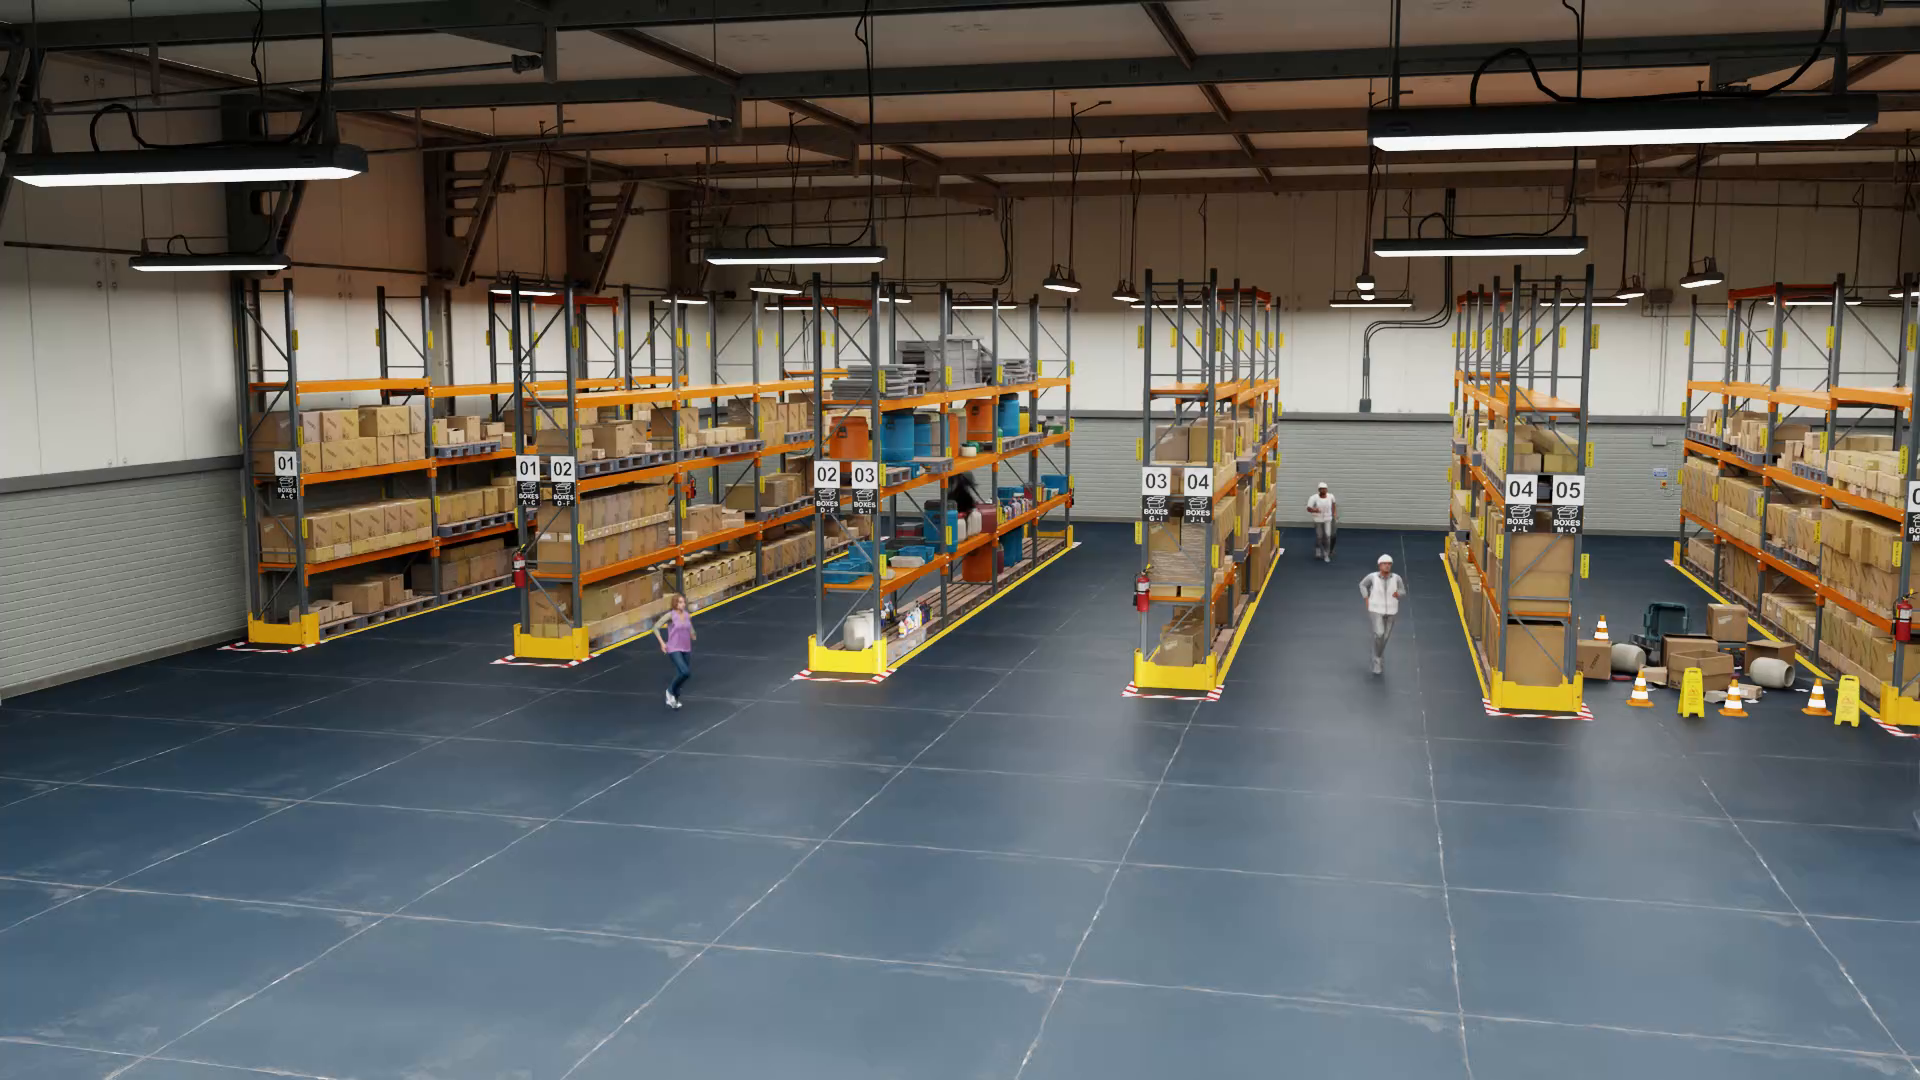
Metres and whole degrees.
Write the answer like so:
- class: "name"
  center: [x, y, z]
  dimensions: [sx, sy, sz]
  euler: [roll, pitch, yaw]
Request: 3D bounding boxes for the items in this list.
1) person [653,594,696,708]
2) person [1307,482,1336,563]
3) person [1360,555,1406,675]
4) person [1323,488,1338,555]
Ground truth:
- class: "person"
  center: [-3.797, 1.516, 22.528]
  dimensions: [0.625, 1.566, 0.509]
  euler: [6, 9, 39]
- class: "person"
  center: [8.240, -0.417, 37.953]
  dimensions: [0.649, 1.817, 0.868]
  euler: [1, 7, 5]
- class: "person"
  center: [6.383, 1.115, 25.281]
  dimensions: [0.544, 1.820, 0.815]
  euler: [0, 7, -4]
- class: "person"
  center: [8.607, -0.441, 38.961]
  dimensions: [0.618, 1.597, 0.489]
  euler: [-2, 7, -19]
